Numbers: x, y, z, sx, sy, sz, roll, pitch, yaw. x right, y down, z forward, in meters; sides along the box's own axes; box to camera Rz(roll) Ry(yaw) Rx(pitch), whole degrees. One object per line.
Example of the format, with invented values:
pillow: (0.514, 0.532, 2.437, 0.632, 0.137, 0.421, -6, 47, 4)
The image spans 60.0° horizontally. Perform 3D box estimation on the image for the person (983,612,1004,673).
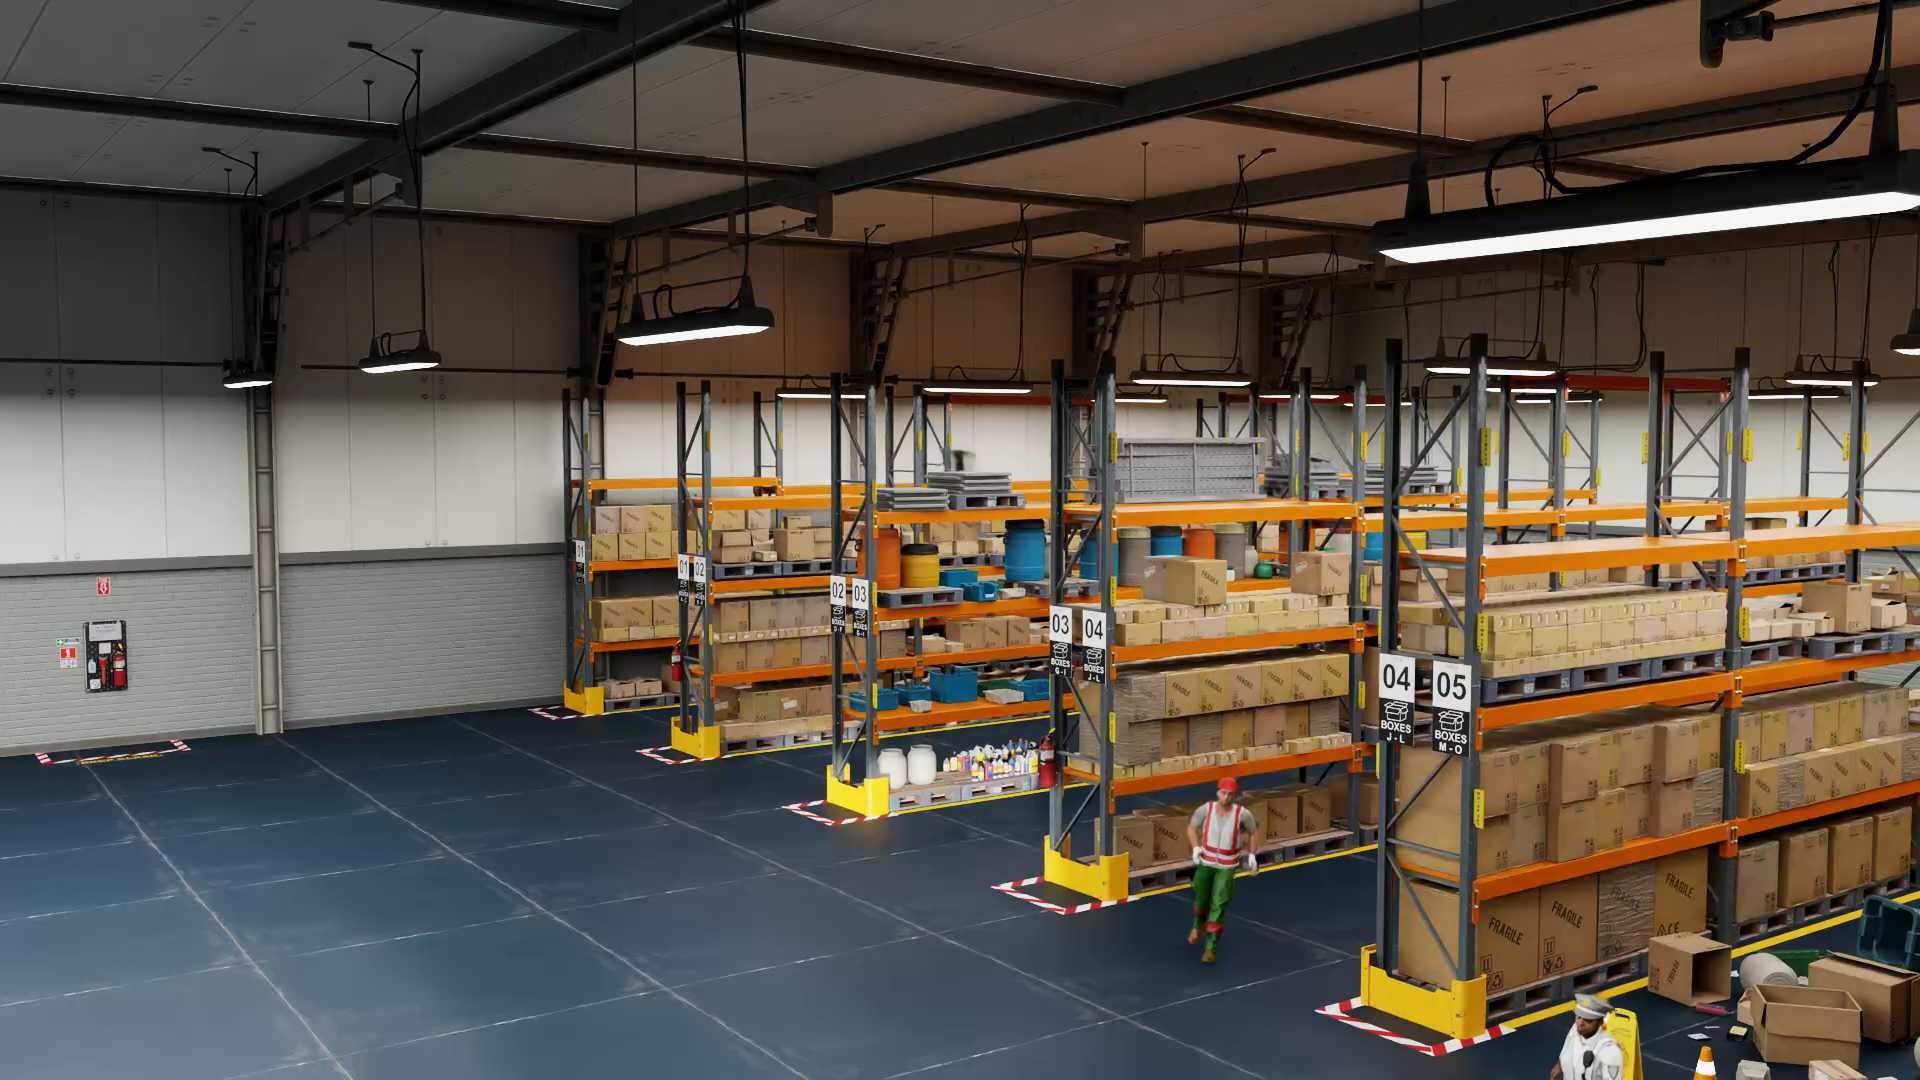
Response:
person: (0.700, 2.203, 34.104, 0.548, 1.563, 0.902, 3, 5, 37)

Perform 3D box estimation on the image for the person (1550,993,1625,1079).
person: (3.997, 3.692, 10.811, 0.678, 1.601, 0.755, -3, 4, -35)

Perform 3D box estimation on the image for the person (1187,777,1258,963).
person: (2.562, 3.186, 16.295, 0.694, 1.764, 0.981, 1, 4, 12)
